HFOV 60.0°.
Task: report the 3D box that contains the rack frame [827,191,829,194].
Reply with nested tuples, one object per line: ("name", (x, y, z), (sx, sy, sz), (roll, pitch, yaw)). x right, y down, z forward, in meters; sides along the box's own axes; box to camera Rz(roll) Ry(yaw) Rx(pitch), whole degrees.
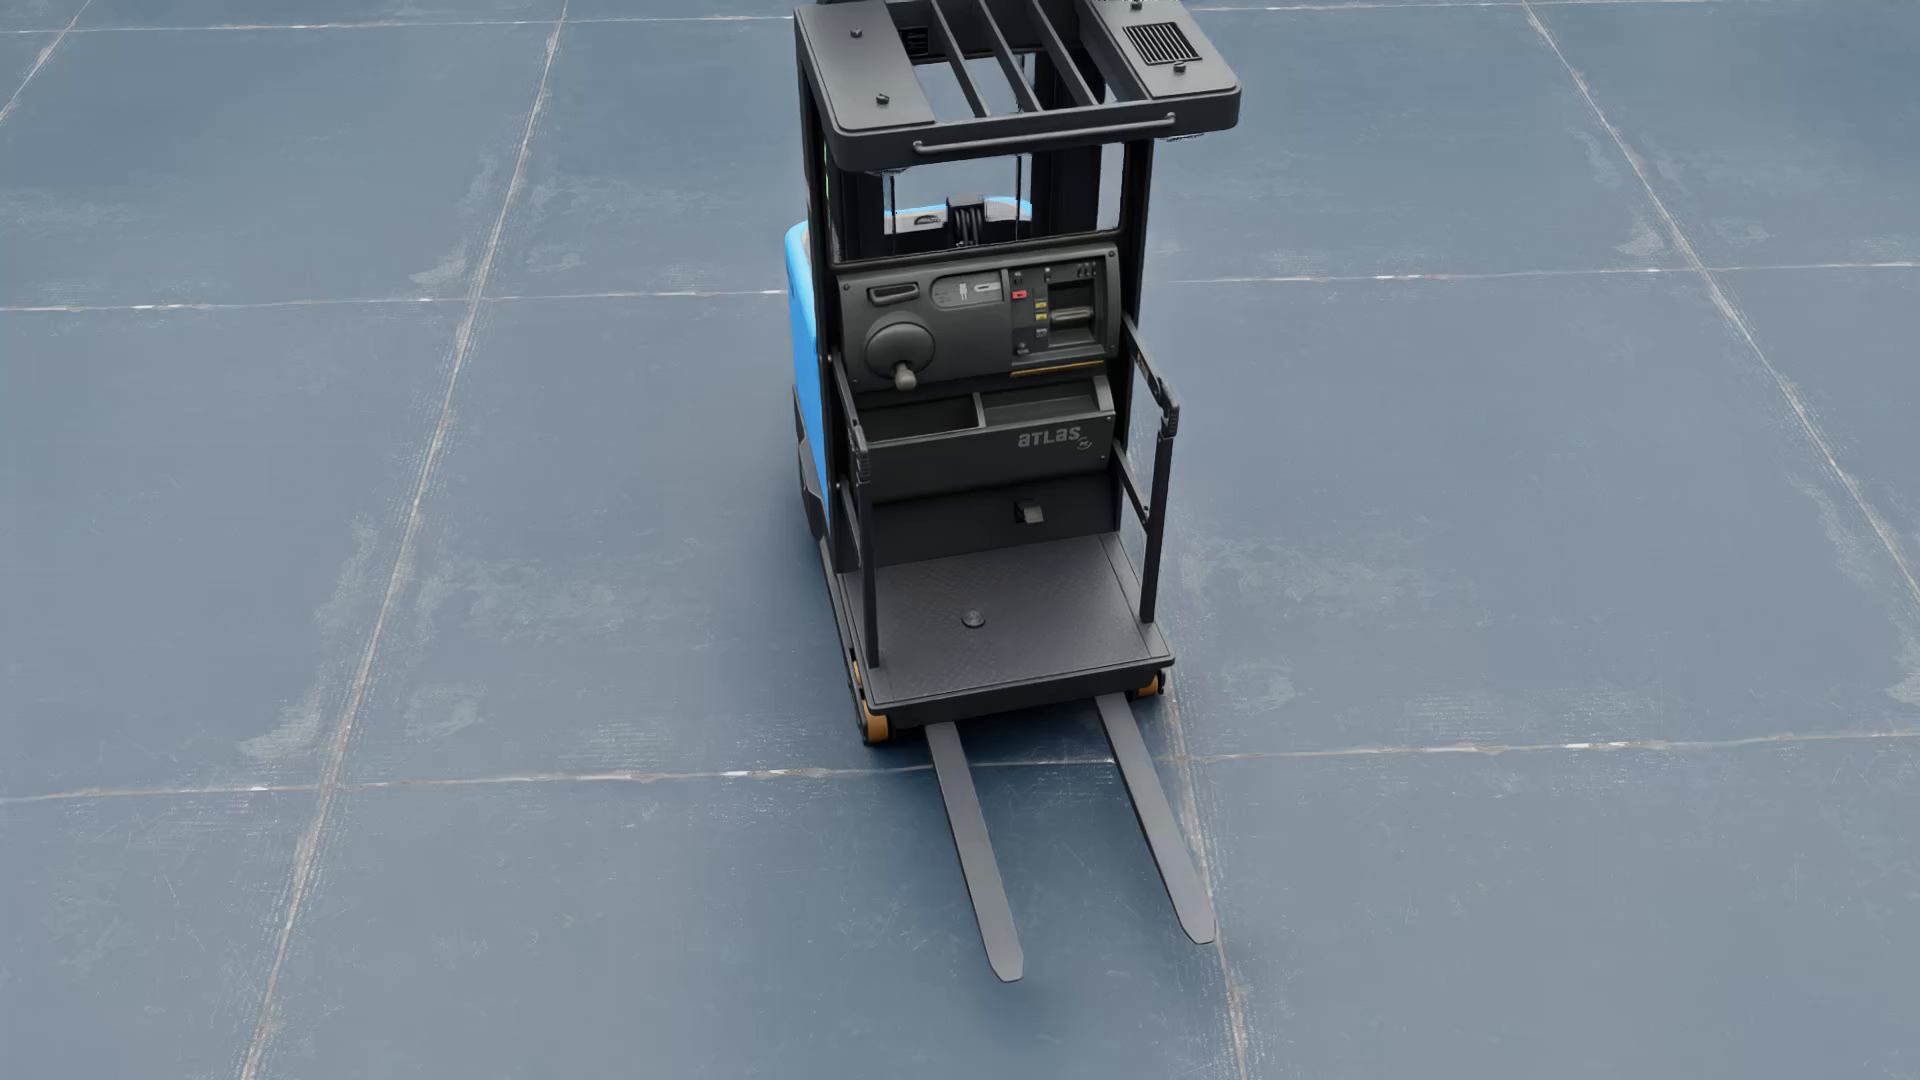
("rack frame", (-0.461, -0.998, 6.951), (0.240, 1.200, 0.015), (1, 43, 1))

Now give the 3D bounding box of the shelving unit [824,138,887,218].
("shelving unit", (-0.453, -1.163, 7.131), (0.258, 1.200, 0.503), (1, 43, 1))

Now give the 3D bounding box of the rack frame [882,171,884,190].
("rack frame", (-0.446, -1.328, 7.311), (0.240, 1.200, 0.015), (1, 43, 1))

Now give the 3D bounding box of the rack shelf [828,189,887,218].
("rack shelf", (-0.453, -1.293, 7.012), (0.258, 0.148, 0.480), (1, 43, 1))

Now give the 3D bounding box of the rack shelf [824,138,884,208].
("rack shelf", (-0.453, -1.470, 6.850), (0.258, 0.148, 0.480), (1, 43, 1))

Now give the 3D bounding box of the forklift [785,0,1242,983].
("forklift", (0.121, -0.639, 5.278), (1.130, 2.935, 3.031), (-9, 43, -9))
